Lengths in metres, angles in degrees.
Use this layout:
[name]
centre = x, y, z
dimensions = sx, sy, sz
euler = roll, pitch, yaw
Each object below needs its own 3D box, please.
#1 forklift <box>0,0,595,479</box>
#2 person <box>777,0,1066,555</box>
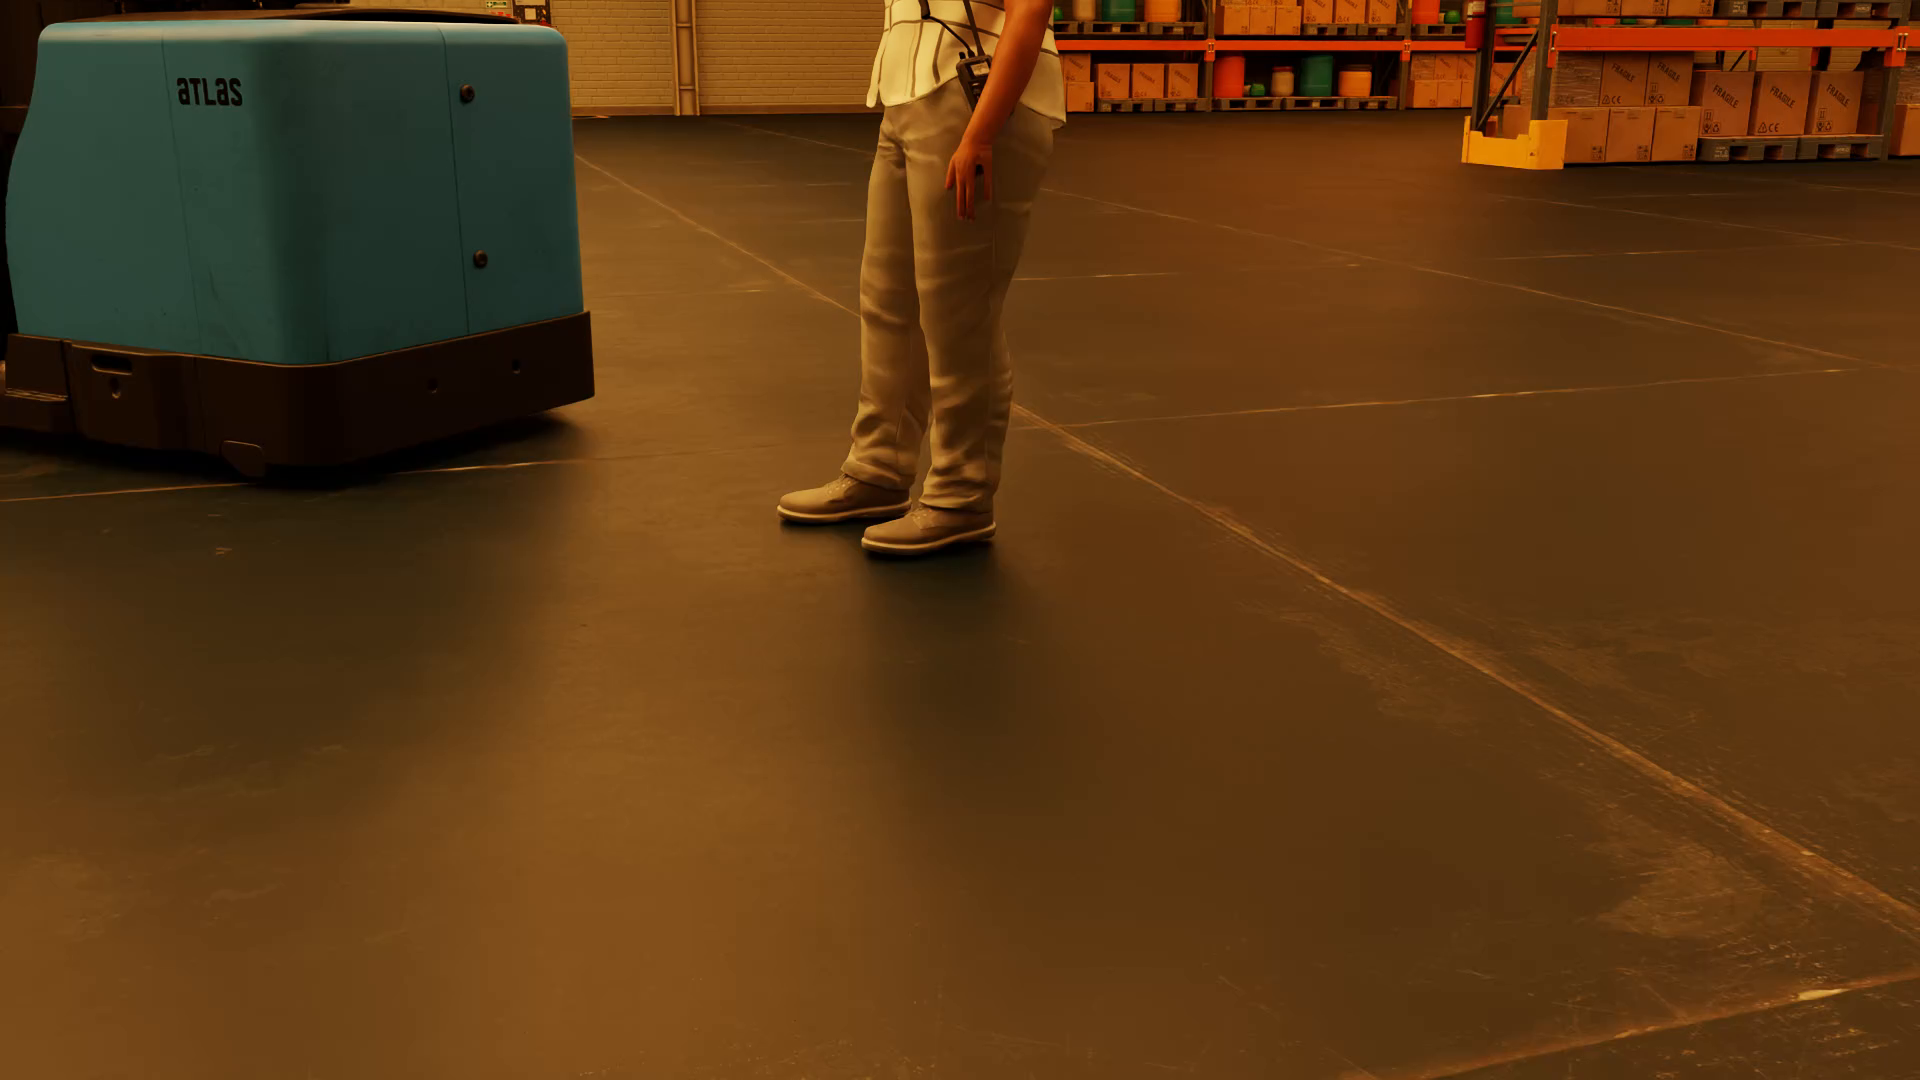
[forklift]
centre = -2.582, -1.824, 4.584
dimensions = 3.031, 2.935, 1.130
euler = 8, 18, 26
[person]
centre = -0.080, -0.806, 3.329
dimensions = 0.529, 1.670, 0.598
euler = -5, 17, -17
